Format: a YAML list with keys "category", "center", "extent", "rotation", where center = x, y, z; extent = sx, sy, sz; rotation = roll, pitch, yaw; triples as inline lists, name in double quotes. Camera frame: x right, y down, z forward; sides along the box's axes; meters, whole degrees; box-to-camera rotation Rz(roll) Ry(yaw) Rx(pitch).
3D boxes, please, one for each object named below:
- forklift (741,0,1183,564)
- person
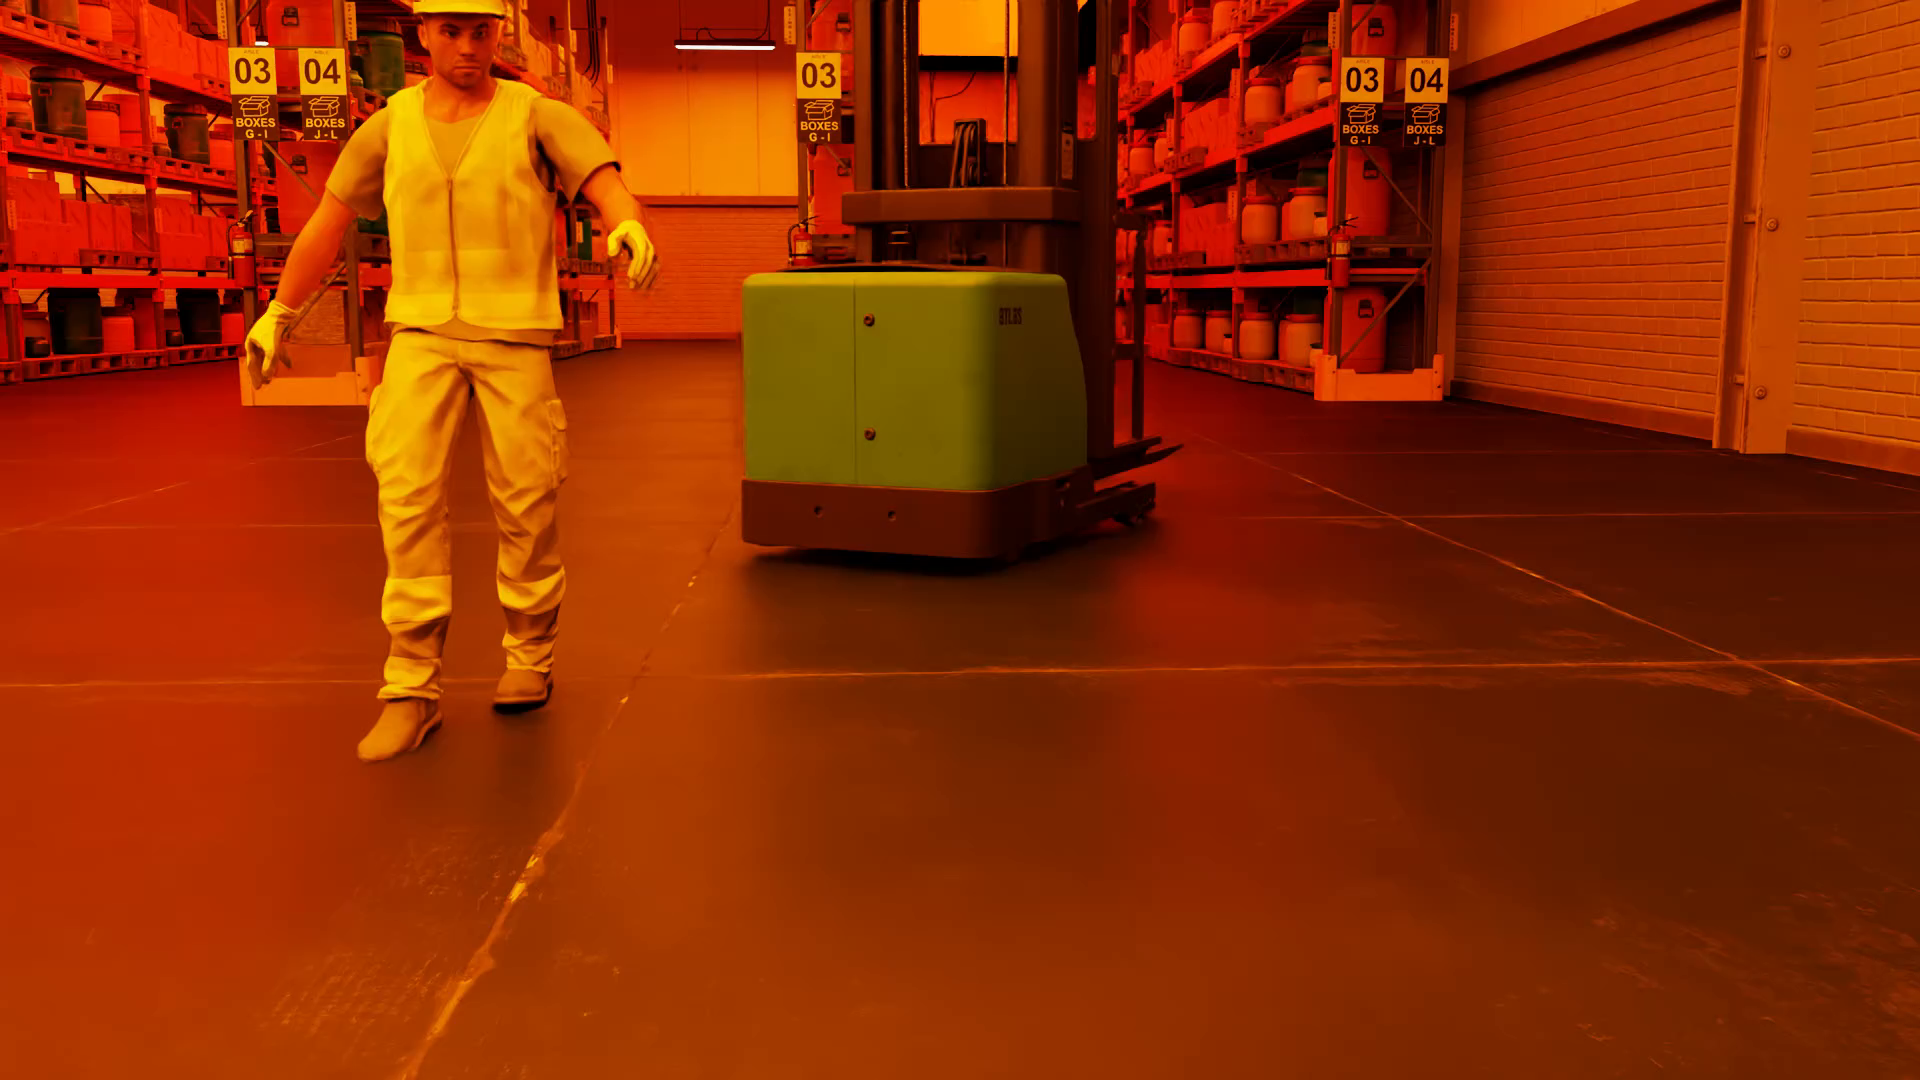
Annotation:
- category: "forklift"
  center: [0.232, -1.541, 7.212]
  extent: [1.130, 2.935, 3.031]
  rotation: [4, 9, 24]
- category: "person"
  center: [-1.174, -0.428, 3.807]
  extent: [1.031, 1.781, 0.698]
  rotation: [0, 8, -2]
